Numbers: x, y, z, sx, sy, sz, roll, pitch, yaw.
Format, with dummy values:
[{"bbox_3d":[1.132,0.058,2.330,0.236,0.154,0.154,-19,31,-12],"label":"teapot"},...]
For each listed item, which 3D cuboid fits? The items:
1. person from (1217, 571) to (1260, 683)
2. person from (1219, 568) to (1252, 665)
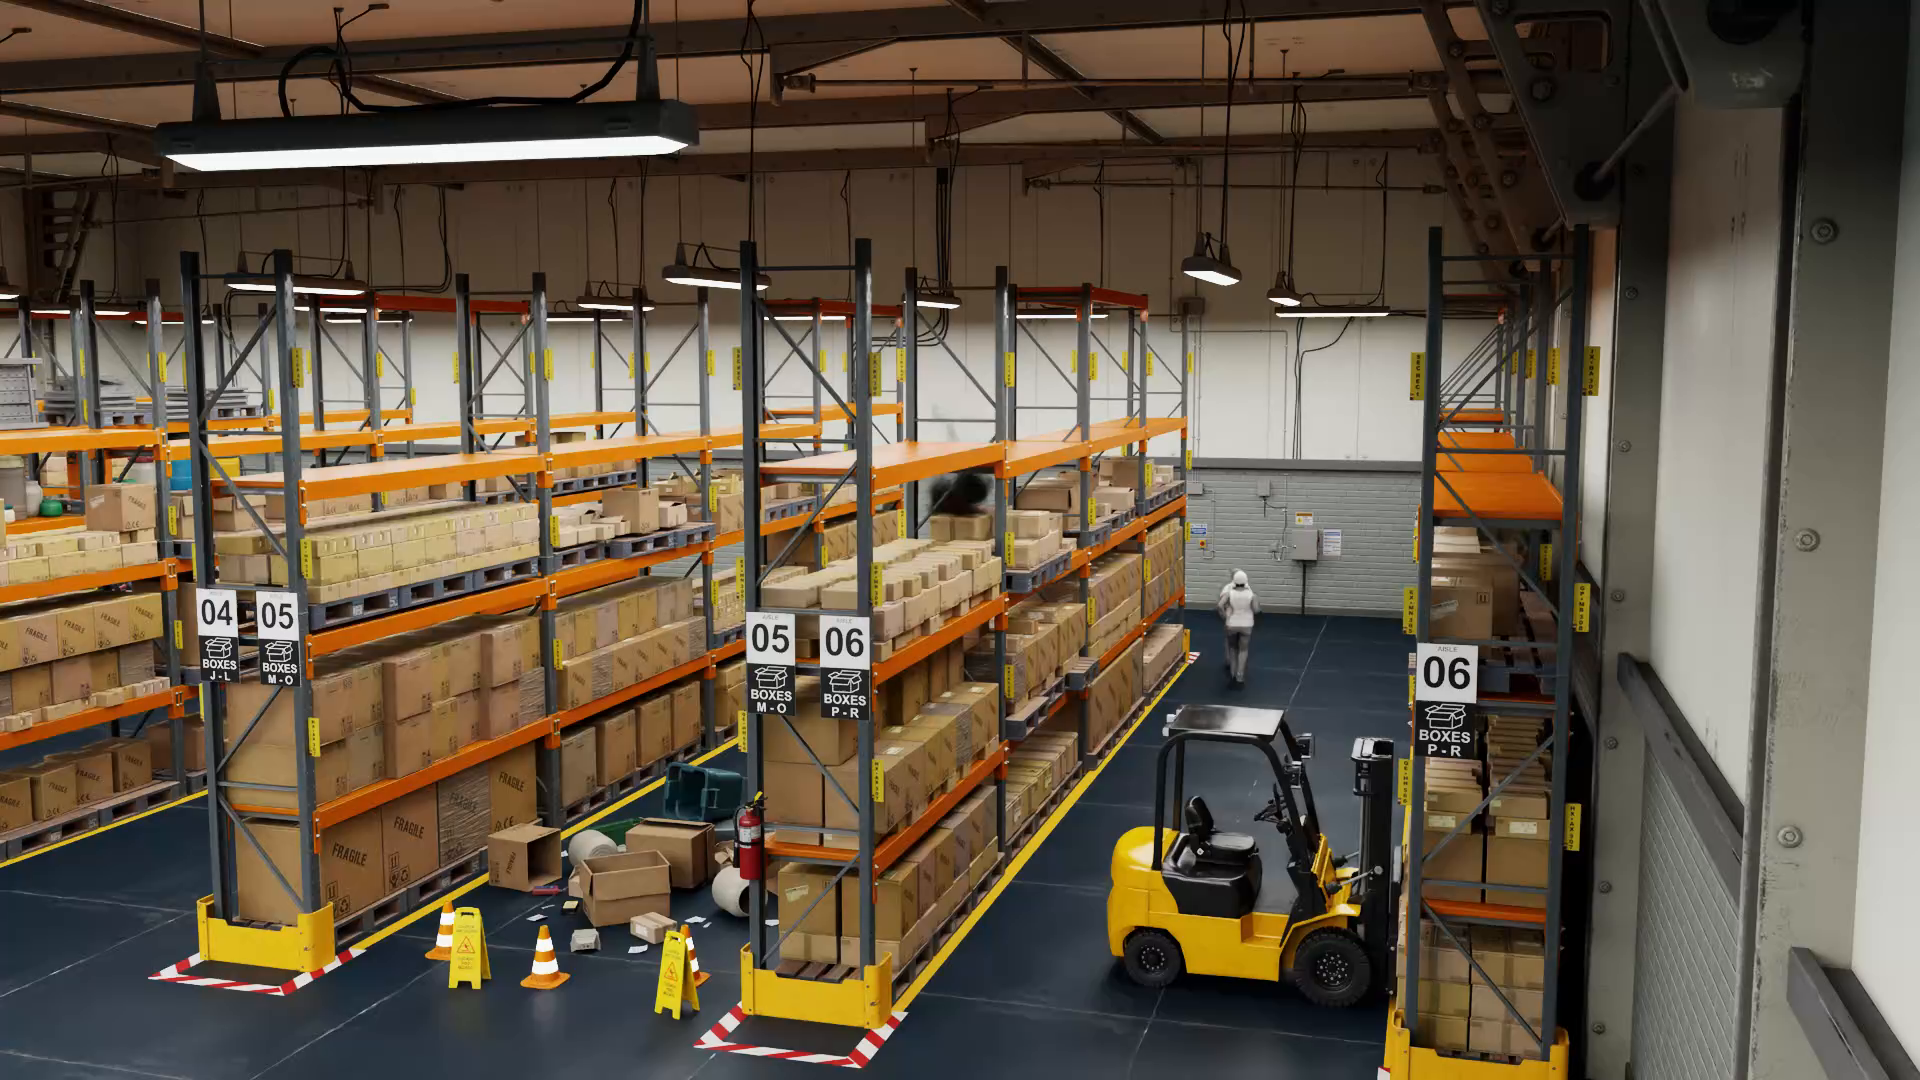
[{"bbox_3d":[4.350,1.389,25.917,0.640,1.831,0.729,2,7,18],"label":"person"},{"bbox_3d":[4.496,1.283,27.129,0.608,1.666,0.896,0,6,1],"label":"person"}]
